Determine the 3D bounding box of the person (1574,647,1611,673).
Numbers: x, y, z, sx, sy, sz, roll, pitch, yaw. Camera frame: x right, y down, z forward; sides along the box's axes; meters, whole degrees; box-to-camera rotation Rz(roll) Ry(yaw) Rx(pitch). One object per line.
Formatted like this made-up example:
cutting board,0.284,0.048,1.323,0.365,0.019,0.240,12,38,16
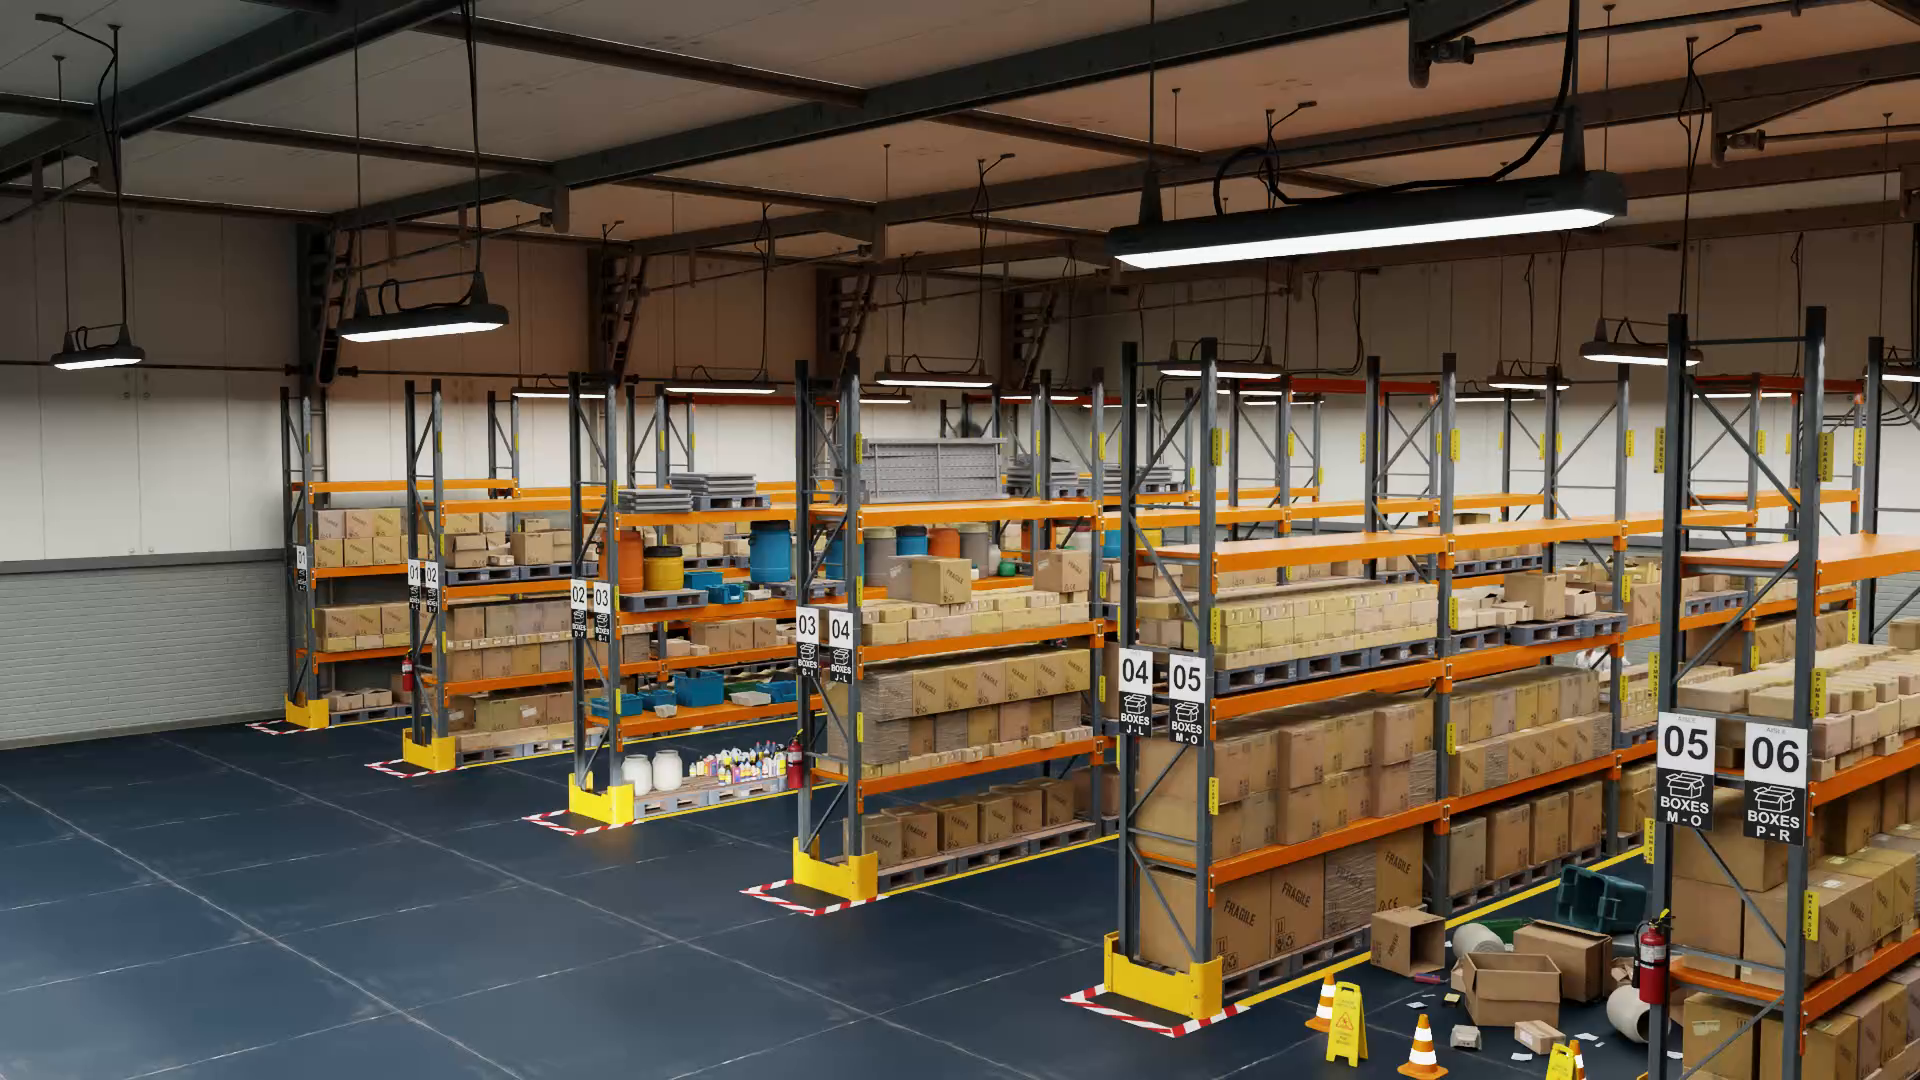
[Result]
person,10.535,2.506,27.707,0.739,1.764,1.016,3,5,37

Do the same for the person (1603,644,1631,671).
person,11.140,2.558,28.418,0.643,1.657,0.813,2,4,27
